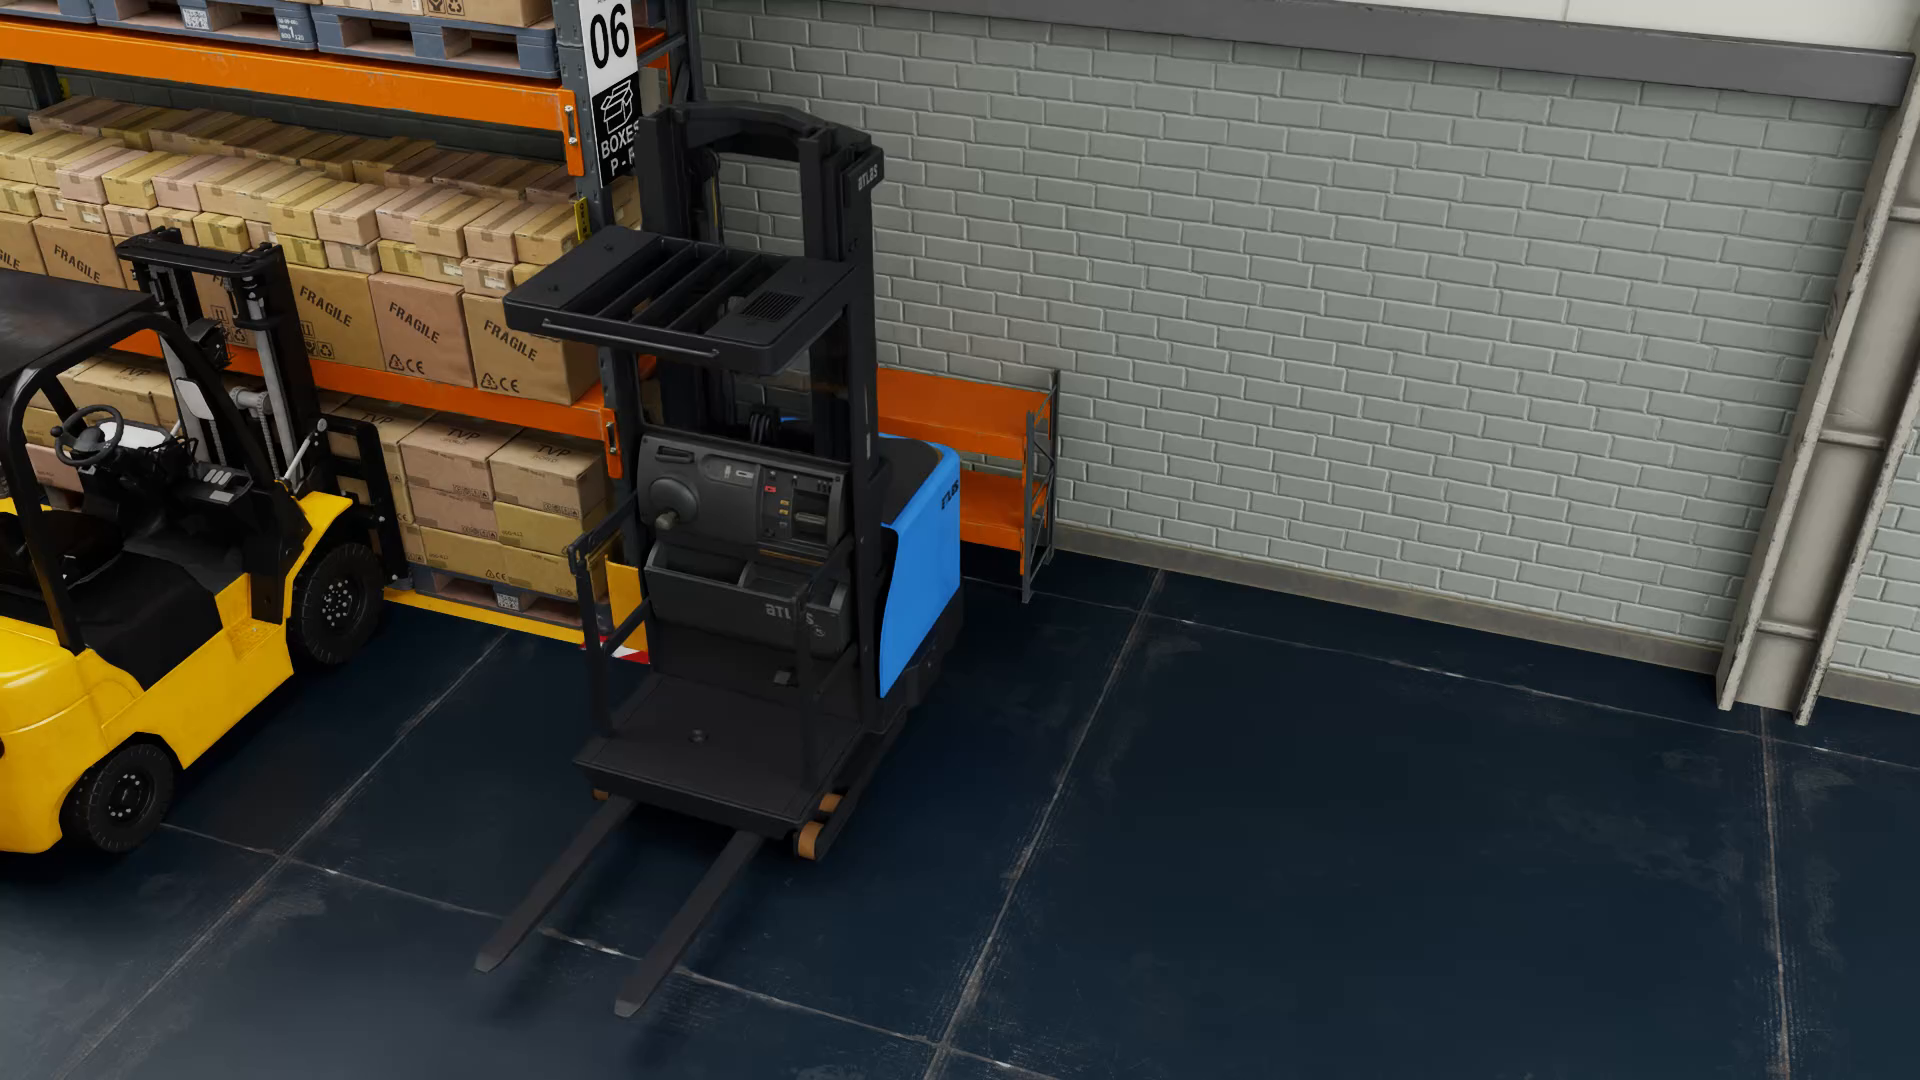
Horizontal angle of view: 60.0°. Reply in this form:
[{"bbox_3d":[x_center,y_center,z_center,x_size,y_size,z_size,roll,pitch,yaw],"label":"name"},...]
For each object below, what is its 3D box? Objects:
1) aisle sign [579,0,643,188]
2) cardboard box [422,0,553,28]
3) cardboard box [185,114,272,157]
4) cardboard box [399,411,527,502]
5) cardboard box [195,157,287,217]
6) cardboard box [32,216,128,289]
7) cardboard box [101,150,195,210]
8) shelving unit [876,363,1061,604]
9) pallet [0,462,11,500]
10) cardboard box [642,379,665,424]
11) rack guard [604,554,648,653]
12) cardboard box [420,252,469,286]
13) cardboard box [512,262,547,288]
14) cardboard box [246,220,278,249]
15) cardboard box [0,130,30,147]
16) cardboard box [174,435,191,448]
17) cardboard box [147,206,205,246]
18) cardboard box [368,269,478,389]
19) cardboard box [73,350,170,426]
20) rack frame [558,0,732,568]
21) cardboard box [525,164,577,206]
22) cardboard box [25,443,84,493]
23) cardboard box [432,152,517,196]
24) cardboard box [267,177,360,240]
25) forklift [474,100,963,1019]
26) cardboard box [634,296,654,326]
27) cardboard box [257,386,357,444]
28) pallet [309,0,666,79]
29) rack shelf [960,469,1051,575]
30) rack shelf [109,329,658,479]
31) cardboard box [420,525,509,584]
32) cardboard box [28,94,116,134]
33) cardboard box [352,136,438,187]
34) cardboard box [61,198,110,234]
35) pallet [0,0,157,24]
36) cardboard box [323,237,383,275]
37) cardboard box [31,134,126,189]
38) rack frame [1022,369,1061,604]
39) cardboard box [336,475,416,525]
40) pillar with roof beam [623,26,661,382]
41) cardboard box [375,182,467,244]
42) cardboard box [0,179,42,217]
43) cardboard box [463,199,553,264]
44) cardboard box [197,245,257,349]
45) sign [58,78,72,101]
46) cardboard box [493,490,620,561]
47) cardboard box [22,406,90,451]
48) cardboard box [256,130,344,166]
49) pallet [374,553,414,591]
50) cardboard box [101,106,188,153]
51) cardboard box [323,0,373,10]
[{"bbox_3d":[-1.465,-1.937,7.055,0.004,0.787,0.394,11,34,16],"label":"aisle sign"},{"bbox_3d":[-1.927,-2.484,6.962,0.500,0.500,0.500,12,35,18],"label":"cardboard box"},{"bbox_3d":[-3.821,-2.093,8.731,0.250,0.149,0.380,10,34,16],"label":"cardboard box"},{"bbox_3d":[-2.450,-0.463,8.396,0.500,0.250,0.500,12,35,17],"label":"cardboard box"},{"bbox_3d":[-3.514,-1.736,8.177,0.250,0.149,0.380,11,34,17],"label":"cardboard box"},{"bbox_3d":[-4.368,-1.479,8.651,0.500,0.500,0.500,12,35,17],"label":"cardboard box"},{"bbox_3d":[-4.013,-1.791,8.262,0.250,0.149,0.380,10,34,16],"label":"cardboard box"},{"bbox_3d":[-0.062,-0.360,8.738,1.048,1.125,0.538,11,34,16],"label":"shelving unit"},{"bbox_3d":[-5.900,-0.682,10.079,1.213,0.211,1.003,11,34,16],"label":"pallet"},{"bbox_3d":[-1.817,-0.632,8.658,0.500,0.250,0.500,10,34,16],"label":"cardboard box"},{"bbox_3d":[-1.406,0.048,8.683,0.348,0.500,1.175,11,34,16],"label":"rack guard"},{"bbox_3d":[-2.323,-1.352,7.856,0.250,0.149,0.380,12,35,17],"label":"cardboard box"},{"bbox_3d":[-1.849,-1.241,7.685,0.250,0.149,0.380,12,35,17],"label":"cardboard box"},{"bbox_3d":[-3.270,-1.555,8.171,0.250,0.149,0.380,11,34,16],"label":"cardboard box"},{"bbox_3d":[-4.994,-1.968,8.536,0.250,0.149,0.380,12,35,17],"label":"cardboard box"},{"bbox_3d":[-3.898,-0.534,8.967,0.500,0.250,0.500,11,34,16],"label":"cardboard box"},{"bbox_3d":[-3.787,-1.611,8.258,0.250,0.149,0.380,10,34,15],"label":"cardboard box"},{"bbox_3d":[-2.465,-1.104,8.070,0.500,0.500,0.500,12,35,18],"label":"cardboard box"},{"bbox_3d":[-4.366,-0.832,8.968,0.500,0.250,0.500,11,34,17],"label":"cardboard box"},{"bbox_3d":[-1.428,-1.006,8.011,0.127,3.000,1.000,11,34,16],"label":"rack frame"},{"bbox_3d":[-1.902,-1.697,8.117,0.250,0.149,0.380,12,35,18],"label":"cardboard box"},{"bbox_3d":[-4.850,-0.502,9.378,0.500,0.250,0.500,11,35,17],"label":"cardboard box"},{"bbox_3d":[-2.389,-1.775,8.238,0.250,0.149,0.380,11,35,17],"label":"cardboard box"},{"bbox_3d":[-3.072,-1.586,7.945,0.250,0.149,0.380,12,35,17],"label":"cardboard box"},{"bbox_3d":[-0.987,-0.123,6.706,1.130,2.935,3.031,12,35,18],"label":"forklift"},{"bbox_3d":[-1.801,-1.281,8.344,0.500,0.500,0.500,12,35,18],"label":"cardboard box"},{"bbox_3d":[-3.402,-0.647,8.681,0.500,0.250,0.500,10,34,15],"label":"cardboard box"},{"bbox_3d":[-2.085,-2.372,7.443,1.213,0.211,1.003,11,34,16],"label":"pallet"},{"bbox_3d":[-0.062,-0.154,8.871,1.000,0.278,0.538,11,34,16],"label":"rack shelf"},{"bbox_3d":[-3.311,-1.070,8.773,4.000,0.370,1.077,11,34,16],"label":"rack shelf"},{"bbox_3d":[-2.442,-0.048,8.675,0.500,0.250,0.500,11,34,16],"label":"cardboard box"},{"bbox_3d":[-4.791,-2.274,9.010,0.250,0.149,0.380,11,34,17],"label":"cardboard box"},{"bbox_3d":[-2.859,-1.909,8.445,0.250,0.149,0.380,10,34,15],"label":"cardboard box"},{"bbox_3d":[-4.276,-1.697,8.391,0.250,0.149,0.380,12,35,18],"label":"cardboard box"},{"bbox_3d":[-4.382,-2.818,8.134,1.213,0.211,1.003,11,34,16],"label":"pallet"},{"bbox_3d":[-2.820,-1.428,7.973,0.250,0.149,0.380,10,34,15],"label":"cardboard box"},{"bbox_3d":[-4.474,-1.924,8.468,0.250,0.149,0.380,10,34,16],"label":"cardboard box"},{"bbox_3d":[0.419,-0.270,8.599,0.032,1.125,0.500,11,34,16],"label":"rack frame"},{"bbox_3d":[-2.954,-0.348,8.679,0.500,0.250,0.500,10,34,15],"label":"cardboard box"},{"bbox_3d":[-3.232,-1.916,3.890,0.400,9.000,9.100,11,34,16],"label":"pillar with roof beam"},{"bbox_3d":[-2.544,-1.551,7.890,0.250,0.149,0.380,11,35,17],"label":"cardboard box"},{"bbox_3d":[-4.738,-1.814,8.571,0.250,0.149,0.380,12,35,18],"label":"cardboard box"},{"bbox_3d":[-2.079,-1.433,7.708,0.250,0.149,0.380,11,34,17],"label":"cardboard box"},{"bbox_3d":[-3.425,-1.284,8.349,0.500,0.500,0.500,11,35,17],"label":"cardboard box"},{"bbox_3d":[-5.008,-2.419,9.328,0.005,0.325,0.100,11,34,16],"label":"sign"},{"bbox_3d":[-1.992,-0.167,8.398,0.500,0.250,0.500,11,34,16],"label":"cardboard box"},{"bbox_3d":[-4.843,-0.724,9.260,0.500,0.250,0.500,11,34,16],"label":"cardboard box"},{"bbox_3d":[-3.369,-1.961,8.525,0.250,0.149,0.380,12,35,18],"label":"cardboard box"},{"bbox_3d":[-3.307,-0.178,9.298,1.213,0.211,1.003,11,34,16],"label":"pallet"},{"bbox_3d":[-4.315,-2.165,8.841,0.250,0.149,0.380,11,34,16],"label":"cardboard box"},{"bbox_3d":[-2.549,-2.471,7.160,0.258,0.266,0.396,11,34,17],"label":"cardboard box"}]
